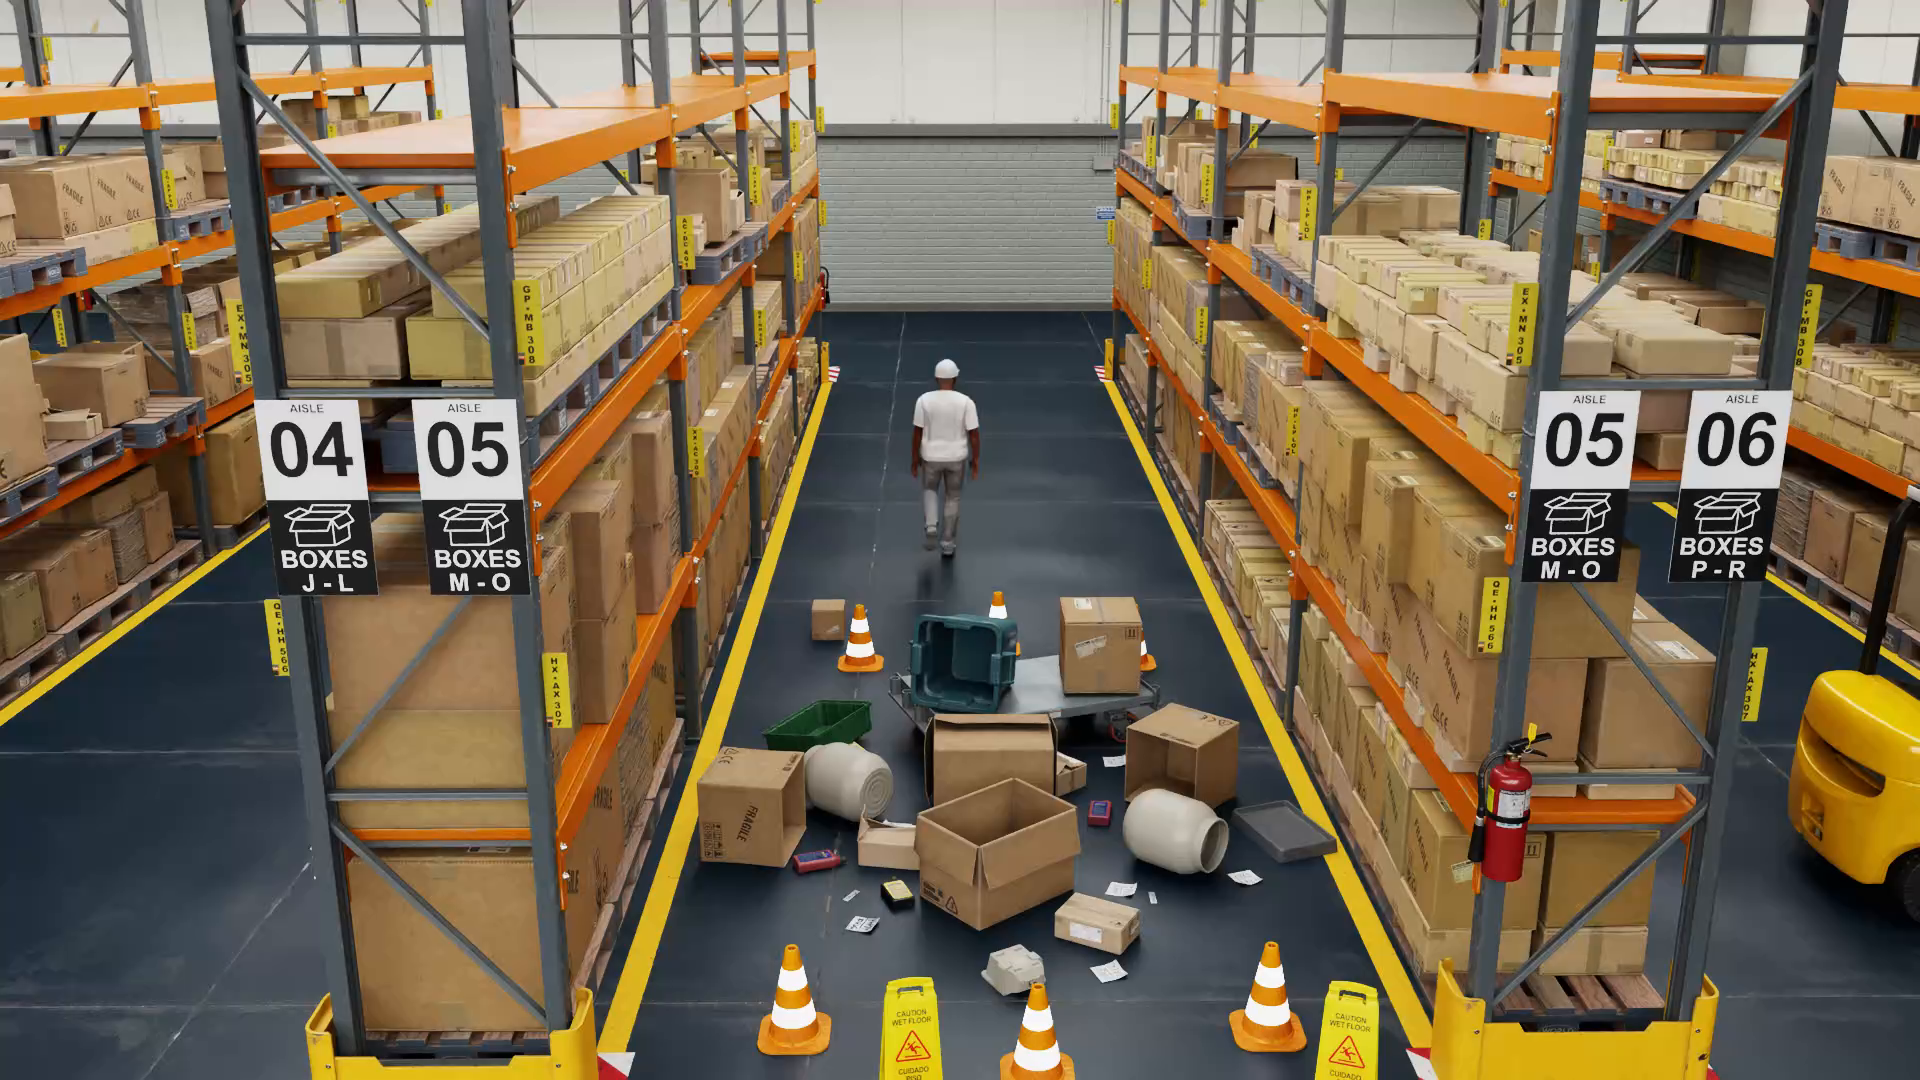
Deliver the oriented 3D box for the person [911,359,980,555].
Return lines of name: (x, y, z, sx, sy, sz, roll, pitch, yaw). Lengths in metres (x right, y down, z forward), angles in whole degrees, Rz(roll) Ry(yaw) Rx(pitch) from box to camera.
person: (-0.128, -0.736, 14.812, 0.616, 1.759, 0.492, 2, 17, 6)
